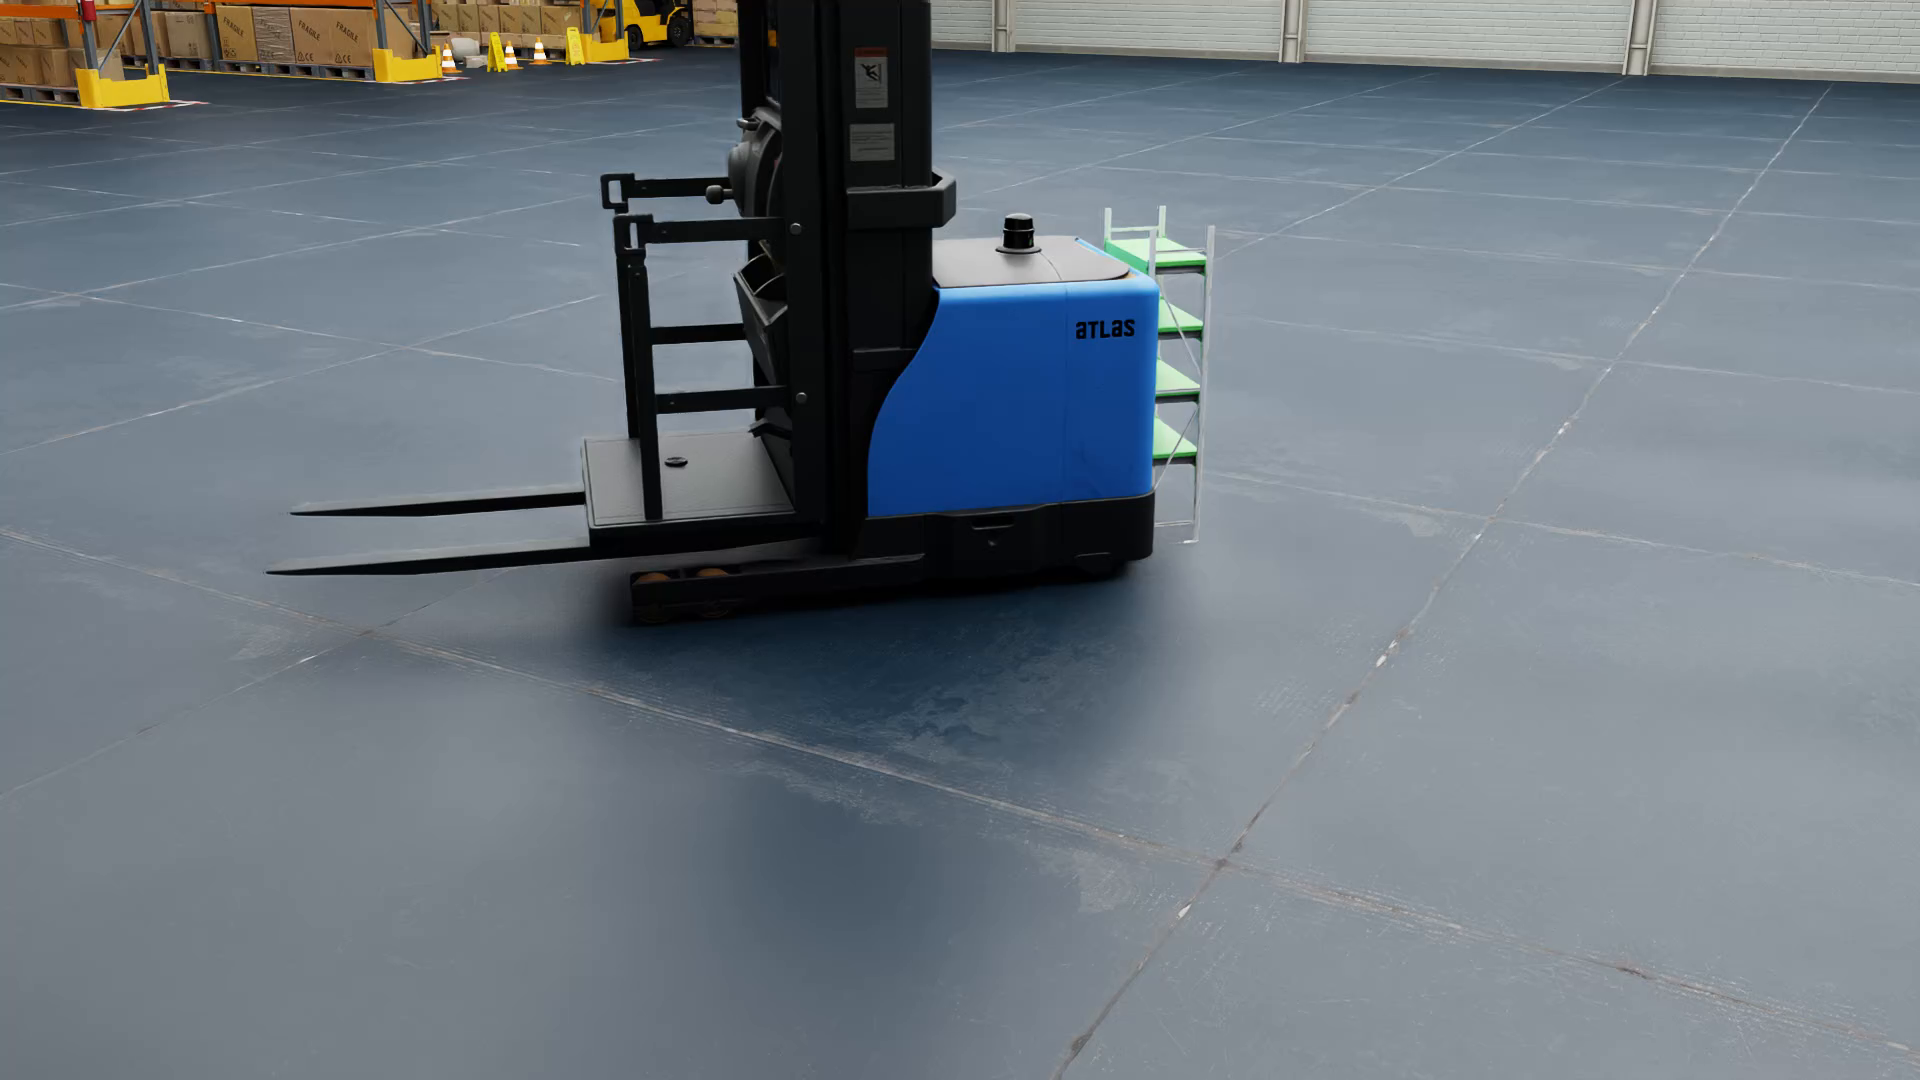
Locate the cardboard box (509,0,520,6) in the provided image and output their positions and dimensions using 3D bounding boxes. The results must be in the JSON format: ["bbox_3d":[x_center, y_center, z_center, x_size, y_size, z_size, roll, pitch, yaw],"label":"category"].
[{"bbox_3d":[-8.235,-10.113,31.211,0.250,0.149,0.380,12,23,30],"label":"cardboard box"}]

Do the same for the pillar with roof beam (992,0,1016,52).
[{"bbox_3d":[-1.221,-12.770,28.373,0.400,9.000,9.100,11,23,27],"label":"pillar with roof beam"}]

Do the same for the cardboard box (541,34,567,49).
[{"bbox_3d":[-7.466,-9.330,31.103,0.500,0.250,0.500,11,23,27],"label":"cardboard box"}]

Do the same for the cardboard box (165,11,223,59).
[{"bbox_3d":[-13.012,-8.758,28.793,0.750,0.750,1.050,11,23,27],"label":"cardboard box"}]

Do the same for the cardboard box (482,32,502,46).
[{"bbox_3d":[-8.781,-9.586,31.808,0.500,0.250,0.500,10,22,27],"label":"cardboard box"}]

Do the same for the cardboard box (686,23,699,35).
[{"bbox_3d":[-5.617,-10.905,35.447,0.500,0.250,0.500,11,23,28],"label":"cardboard box"}]

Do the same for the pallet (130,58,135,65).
[{"bbox_3d":[-15.267,-8.742,30.157,1.213,0.211,1.003,11,23,27],"label":"pallet"}]

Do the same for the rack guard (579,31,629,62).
[{"bbox_3d":[-6.675,-9.204,31.007,0.348,0.500,1.175,11,23,27],"label":"rack guard"}]

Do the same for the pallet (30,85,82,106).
[{"bbox_3d":[-12.200,-6.264,23.324,1.213,0.211,1.003,11,23,27],"label":"pallet"}]

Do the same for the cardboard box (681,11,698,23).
[{"bbox_3d":[-5.662,-11.139,35.358,0.500,0.250,0.500,10,22,26],"label":"cardboard box"}]

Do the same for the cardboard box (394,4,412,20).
[{"bbox_3d":[-13.002,-12.458,39.359,0.500,0.500,0.500,10,22,25],"label":"cardboard box"}]

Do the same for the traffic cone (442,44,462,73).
[{"bbox_3d":[-8.705,-8.195,28.278,0.334,0.463,0.336,11,23,27],"label":"traffic cone"}]

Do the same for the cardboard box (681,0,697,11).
[{"bbox_3d":[-5.639,-11.368,35.255,0.500,0.250,0.500,11,23,28],"label":"cardboard box"}]

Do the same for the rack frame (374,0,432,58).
[{"bbox_3d":[-8.934,-8.876,26.437,0.127,3.000,1.000,11,23,27],"label":"rack frame"}]

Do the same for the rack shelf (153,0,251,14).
[{"bbox_3d":[-14.172,-9.536,29.310,4.000,0.370,1.077,11,23,27],"label":"rack shelf"}]

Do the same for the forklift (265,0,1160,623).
[{"bbox_3d":[-0.873,-1.296,5.639,3.031,2.935,1.130,-5,20,-13],"label":"forklift"}]

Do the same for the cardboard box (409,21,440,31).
[{"bbox_3d":[-10.559,-10.081,32.994,0.625,0.372,0.950,11,23,28],"label":"cardboard box"}]

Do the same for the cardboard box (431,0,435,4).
[{"bbox_3d":[-12.191,-12.603,38.808,0.250,0.149,0.380,10,22,26],"label":"cardboard box"}]

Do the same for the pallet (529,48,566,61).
[{"bbox_3d":[-7.367,-9.214,31.457,1.213,0.211,1.003,11,23,27],"label":"pallet"}]

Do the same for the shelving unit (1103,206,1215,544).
[{"bbox_3d":[0.731,-0.627,6.334,0.258,1.200,0.503,-5,21,-13],"label":"shelving unit"}]

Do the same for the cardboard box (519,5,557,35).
[{"bbox_3d":[-7.892,-9.766,31.205,0.500,0.500,0.500,12,23,29],"label":"cardboard box"}]

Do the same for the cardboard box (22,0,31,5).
[{"bbox_3d":[-12.661,-7.453,22.880,0.250,0.149,0.380,11,23,27],"label":"cardboard box"}]

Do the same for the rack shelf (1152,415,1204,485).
[{"bbox_3d":[0.731,-0.341,6.437,0.258,0.148,0.480,-5,21,-13],"label":"rack shelf"}]

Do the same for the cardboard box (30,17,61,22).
[{"bbox_3d":[-16.643,-9.617,30.429,0.500,0.250,0.500,10,22,26],"label":"cardboard box"}]

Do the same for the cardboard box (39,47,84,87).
[{"bbox_3d":[-12.517,-6.637,23.313,0.500,0.500,0.500,18,27,41],"label":"cardboard box"}]

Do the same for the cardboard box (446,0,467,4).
[{"bbox_3d":[-9.637,-10.377,31.939,0.250,0.149,0.380,11,23,28],"label":"cardboard box"}]

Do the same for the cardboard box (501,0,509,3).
[{"bbox_3d":[-10.063,-12.043,38.031,0.625,0.625,0.875,12,23,29],"label":"cardboard box"}]

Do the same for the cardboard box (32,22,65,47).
[{"bbox_3d":[-16.620,-9.261,30.546,0.500,0.500,0.500,11,23,27],"label":"cardboard box"}]

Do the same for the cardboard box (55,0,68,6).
[{"bbox_3d":[-12.009,-7.326,22.532,0.250,0.149,0.380,11,23,27],"label":"cardboard box"}]

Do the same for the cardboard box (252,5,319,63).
[{"bbox_3d":[-11.122,-8.466,27.805,0.875,0.875,0.875,11,23,28],"label":"cardboard box"}]

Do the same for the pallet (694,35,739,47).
[{"bbox_3d":[-4.879,-10.649,35.413,1.213,0.211,1.003,11,23,27],"label":"pallet"}]

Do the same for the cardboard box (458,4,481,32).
[{"bbox_3d":[-9.244,-10.025,31.921,0.500,0.500,0.500,12,23,29],"label":"cardboard box"}]

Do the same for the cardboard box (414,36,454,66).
[{"bbox_3d":[-9.376,-8.732,29.699,0.637,0.503,0.797,-4,20,-10],"label":"cardboard box"}]

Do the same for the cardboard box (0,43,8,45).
[{"bbox_3d":[-14.100,-6.933,24.128,0.500,0.500,0.500,-17,26,-39],"label":"cardboard box"}]

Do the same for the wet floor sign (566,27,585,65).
[{"bbox_3d":[-6.964,-8.910,29.982,0.267,0.644,0.232,-16,26,-38],"label":"wet floor sign"}]

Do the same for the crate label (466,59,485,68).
[{"bbox_3d":[-8.574,-8.434,29.415,0.298,0.136,0.250,0,20,-1],"label":"crate label"}]

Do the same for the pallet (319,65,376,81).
[{"bbox_3d":[-9.670,-7.675,27.215,1.213,0.211,1.003,11,23,27],"label":"pallet"}]

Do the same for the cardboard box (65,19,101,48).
[{"bbox_3d":[-15.431,-9.219,30.063,0.750,0.750,1.050,10,22,27],"label":"cardboard box"}]

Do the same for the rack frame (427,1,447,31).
[{"bbox_3d":[-10.100,-11.032,32.379,0.127,3.000,1.000,11,23,27],"label":"rack frame"}]

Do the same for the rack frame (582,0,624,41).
[{"bbox_3d":[-6.608,-10.367,30.545,0.127,3.000,1.000,11,23,27],"label":"rack frame"}]

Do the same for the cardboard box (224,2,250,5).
[{"bbox_3d":[-14.932,-11.185,35.301,0.875,0.875,0.875,11,23,28],"label":"cardboard box"}]

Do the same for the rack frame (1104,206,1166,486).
[{"bbox_3d":[0.671,-0.707,6.556,0.240,1.200,0.015,-5,21,-13],"label":"rack frame"}]
